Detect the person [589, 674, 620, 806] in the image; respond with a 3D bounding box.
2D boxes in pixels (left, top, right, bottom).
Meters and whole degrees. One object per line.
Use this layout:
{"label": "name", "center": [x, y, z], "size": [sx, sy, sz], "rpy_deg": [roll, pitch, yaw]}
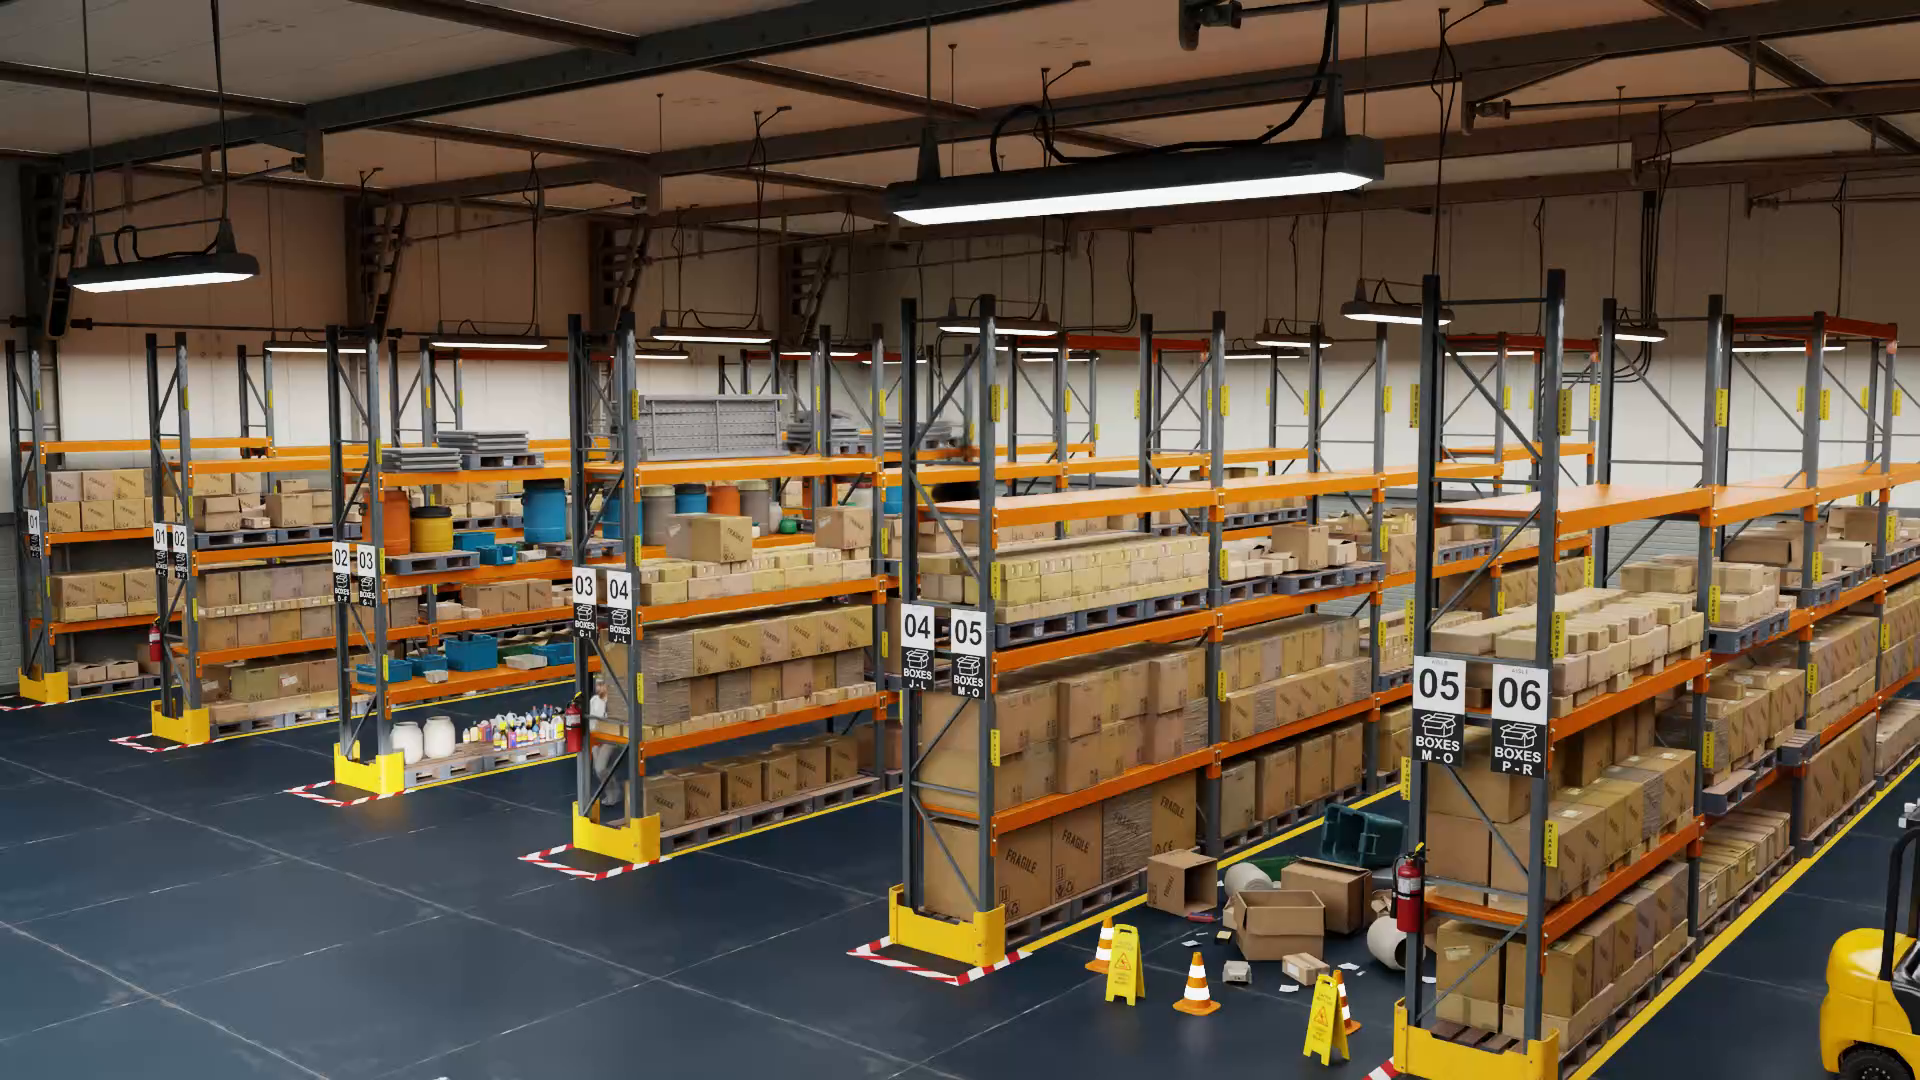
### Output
{"label": "person", "center": [-4.432, 2.480, 20.566], "size": [0.591, 1.648, 0.599], "rpy_deg": [3, 6, 28]}
